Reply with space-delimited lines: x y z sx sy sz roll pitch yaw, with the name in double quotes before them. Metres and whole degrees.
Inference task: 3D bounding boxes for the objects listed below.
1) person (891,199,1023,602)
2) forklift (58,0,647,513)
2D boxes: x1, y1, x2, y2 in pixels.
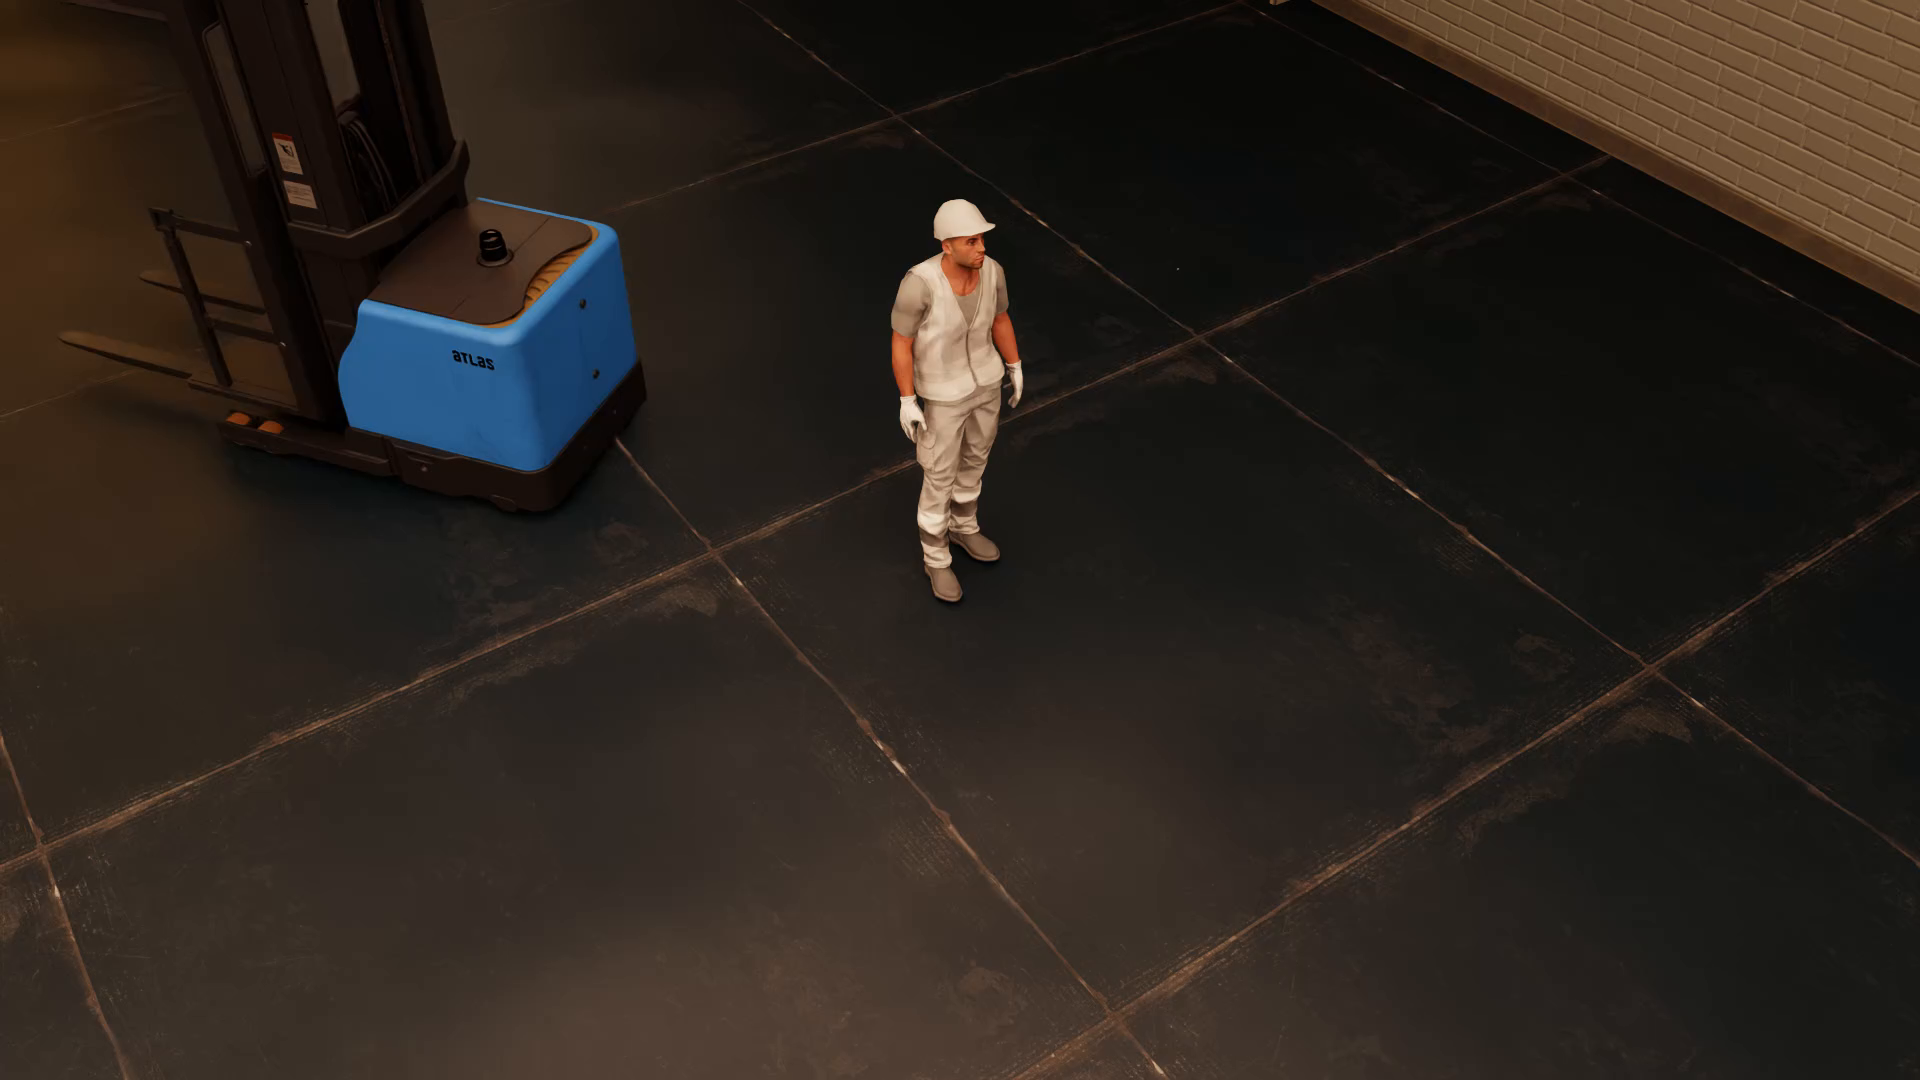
"person" 0.035 -0.614 7.213 0.637 1.787 0.564 -25 48 -25
"forklift" -3.187 -1.829 7.700 3.031 2.935 1.130 14 45 15
